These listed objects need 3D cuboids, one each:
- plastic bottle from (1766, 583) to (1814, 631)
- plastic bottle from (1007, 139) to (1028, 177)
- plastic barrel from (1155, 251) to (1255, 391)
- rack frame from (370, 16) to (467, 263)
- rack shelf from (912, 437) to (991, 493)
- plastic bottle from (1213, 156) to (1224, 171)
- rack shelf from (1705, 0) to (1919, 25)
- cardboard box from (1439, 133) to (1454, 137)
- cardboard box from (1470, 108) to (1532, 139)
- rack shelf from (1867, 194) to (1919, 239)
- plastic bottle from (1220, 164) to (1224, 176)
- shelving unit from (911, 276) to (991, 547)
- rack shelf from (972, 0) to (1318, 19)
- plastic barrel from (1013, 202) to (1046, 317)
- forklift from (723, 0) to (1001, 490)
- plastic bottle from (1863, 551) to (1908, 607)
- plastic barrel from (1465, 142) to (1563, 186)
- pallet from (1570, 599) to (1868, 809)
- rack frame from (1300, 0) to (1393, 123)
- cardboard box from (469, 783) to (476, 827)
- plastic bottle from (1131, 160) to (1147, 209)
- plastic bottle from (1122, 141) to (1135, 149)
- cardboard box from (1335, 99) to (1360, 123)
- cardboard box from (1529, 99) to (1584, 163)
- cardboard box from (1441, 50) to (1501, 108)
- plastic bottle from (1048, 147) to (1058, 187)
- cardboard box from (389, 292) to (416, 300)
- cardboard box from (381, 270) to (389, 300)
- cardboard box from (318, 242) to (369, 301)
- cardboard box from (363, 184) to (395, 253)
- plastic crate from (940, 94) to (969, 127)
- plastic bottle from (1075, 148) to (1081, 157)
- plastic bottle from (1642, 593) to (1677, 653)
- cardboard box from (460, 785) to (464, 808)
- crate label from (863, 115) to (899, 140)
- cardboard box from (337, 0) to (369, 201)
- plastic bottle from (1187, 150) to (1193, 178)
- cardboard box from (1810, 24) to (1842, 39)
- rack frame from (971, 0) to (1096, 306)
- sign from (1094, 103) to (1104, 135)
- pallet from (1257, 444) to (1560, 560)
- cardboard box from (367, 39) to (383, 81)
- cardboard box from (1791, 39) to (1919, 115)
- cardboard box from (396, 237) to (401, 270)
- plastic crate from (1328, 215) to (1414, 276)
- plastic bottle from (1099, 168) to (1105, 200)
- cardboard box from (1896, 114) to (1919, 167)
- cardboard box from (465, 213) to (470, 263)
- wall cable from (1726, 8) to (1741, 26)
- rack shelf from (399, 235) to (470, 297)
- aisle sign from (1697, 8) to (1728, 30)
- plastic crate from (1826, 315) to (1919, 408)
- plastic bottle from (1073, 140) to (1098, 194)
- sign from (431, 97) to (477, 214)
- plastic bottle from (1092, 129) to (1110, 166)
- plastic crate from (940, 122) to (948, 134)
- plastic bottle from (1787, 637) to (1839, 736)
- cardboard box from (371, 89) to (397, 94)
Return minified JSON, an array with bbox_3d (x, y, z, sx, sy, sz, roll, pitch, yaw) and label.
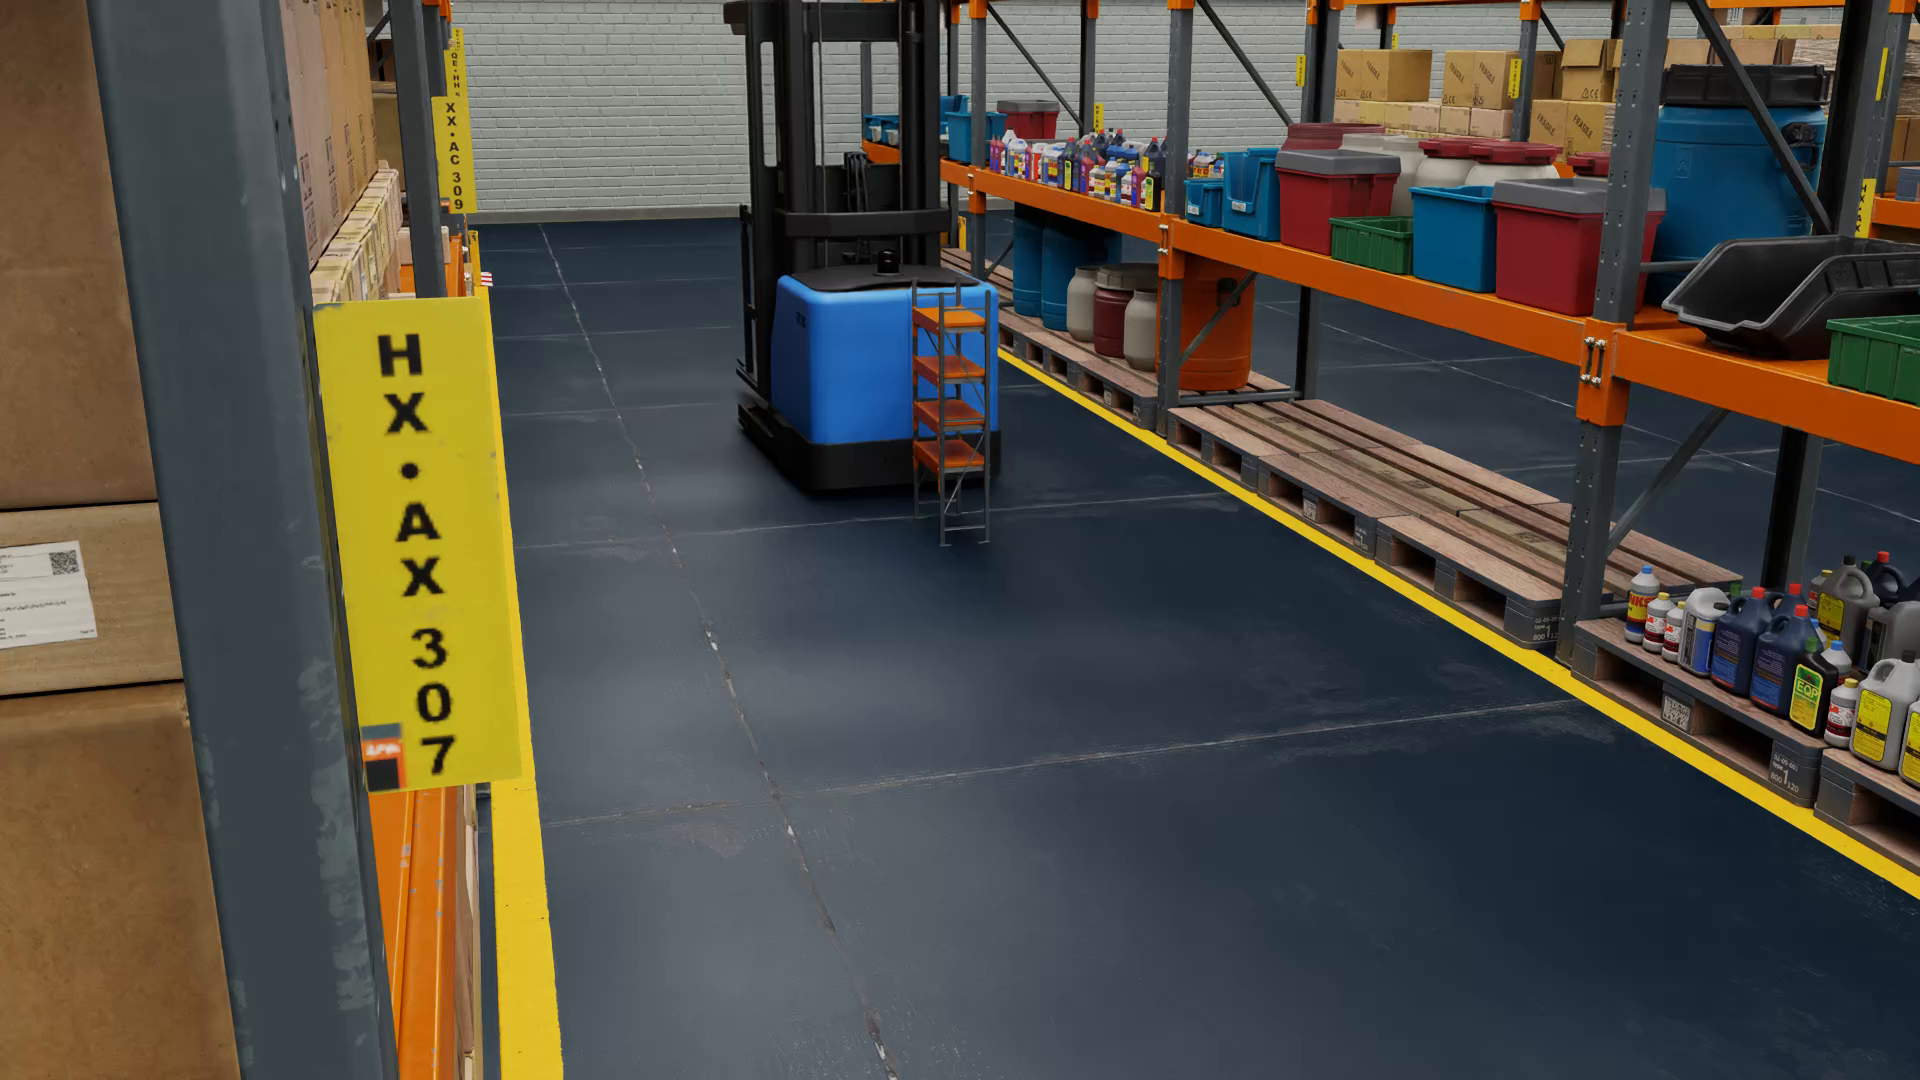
[{"bbox_3d":[2.746,0.309,5.550,0.144,0.351,0.185,-5,17,-15],"label":"plastic bottle"},{"bbox_3d":[0.447,-2.888,12.568,0.152,0.276,0.135,-5,17,-15],"label":"plastic bottle"},{"bbox_3d":[1.534,-1.396,10.428,0.600,0.830,0.708,-5,17,-15],"label":"plastic barrel"},{"bbox_3d":[-4.178,-2.816,12.113,1.000,3.000,0.127,-5,17,-15],"label":"rack frame"},{"bbox_3d":[-0.045,-0.366,8.008,0.258,0.148,0.480,-5,17,-15],"label":"rack shelf"},{"bbox_3d":[1.686,-2.341,10.756,0.097,0.271,0.097,0,17,0],"label":"plastic bottle"},{"bbox_3d":[9.595,-5.608,17.443,1.077,0.370,4.000,-5,17,-15],"label":"rack shelf"},{"bbox_3d":[4.737,-3.750,15.658,0.380,0.149,0.250,-4,17,-14],"label":"cardboard box"},{"bbox_3d":[4.975,-3.770,15.033,0.500,0.250,0.500,-5,17,-16],"label":"cardboard box"},{"bbox_3d":[6.997,-1.594,9.295,1.077,0.370,4.000,-5,17,-15],"label":"rack shelf"},{"bbox_3d":[1.750,-2.314,10.657,0.152,0.276,0.135,-5,17,-15],"label":"plastic bottle"},{"bbox_3d":[-0.045,-0.620,7.932,0.258,1.200,0.503,-5,17,-15],"label":"shelving unit"},{"bbox_3d":[1.136,-3.745,11.243,1.077,0.370,4.000,-5,17,-15],"label":"rack shelf"},{"bbox_3d":[0.719,-2.251,13.149,0.600,0.901,0.708,-5,17,-15],"label":"plastic barrel"},{"bbox_3d":[-0.721,-2.045,9.666,1.130,2.935,3.031,-5,18,-17],"label":"forklift"},{"bbox_3d":[3.239,0.220,5.847,0.144,0.351,0.185,-5,17,-17],"label":"plastic bottle"},{"bbox_3d":[2.531,-1.544,7.641,0.433,0.535,0.433,0,17,0],"label":"plastic barrel"},{"bbox_3d":[2.929,0.531,5.818,1.003,0.211,1.213,-5,17,-15],"label":"pallet"},{"bbox_3d":[4.249,-4.705,18.400,1.000,3.000,0.127,-5,17,-15],"label":"rack frame"},{"bbox_3d":[-1.642,0.624,4.712,0.500,0.250,0.500,-5,17,-15],"label":"cardboard box"},{"bbox_3d":[1.100,-2.186,10.219,0.061,0.283,0.133,-5,17,-15],"label":"plastic bottle"},{"bbox_3d":[1.244,-2.823,12.352,0.152,0.276,0.135,-5,17,-15],"label":"plastic bottle"},{"bbox_3d":[4.270,-4.478,17.389,0.500,0.250,0.500,-5,17,-16],"label":"cardboard box"},{"bbox_3d":[5.234,-3.499,14.213,0.500,0.500,0.500,-5,17,-15],"label":"cardboard box"},{"bbox_3d":[4.831,-4.273,15.403,0.500,0.500,0.500,-5,17,-15],"label":"cardboard box"},{"bbox_3d":[0.671,-2.632,11.725,0.097,0.271,0.097,0,17,0],"label":"plastic bottle"},{"bbox_3d":[-2.026,-0.744,5.652,0.380,0.149,0.250,-5,17,-15],"label":"cardboard box"},{"bbox_3d":[-1.851,-0.529,4.325,0.700,0.500,0.500,-5,17,-17],"label":"cardboard box"},{"bbox_3d":[-1.202,-0.406,2.789,0.380,0.149,0.250,-5,17,-15],"label":"cardboard box"},{"bbox_3d":[-1.558,-0.763,3.976,0.380,0.149,0.250,-5,17,-17],"label":"cardboard box"},{"bbox_3d":[-0.242,-4.281,16.824,0.616,0.435,0.499,-5,17,-15],"label":"plastic crate"},{"bbox_3d":[0.821,-2.531,11.368,0.061,0.283,0.133,-5,17,-15],"label":"plastic bottle"},{"bbox_3d":[2.479,0.287,5.883,0.097,0.201,0.097,0,17,0],"label":"plastic bottle"},{"bbox_3d":[-1.515,0.404,4.140,0.500,0.500,0.500,-5,17,-15],"label":"cardboard box"},{"bbox_3d":[-0.762,-4.167,16.798,0.416,0.233,0.303,-5,17,-15],"label":"crate label"},{"bbox_3d":[-1.711,-1.010,3.673,0.700,0.500,0.500,-5,17,-15],"label":"cardboard box"},{"bbox_3d":[1.554,-2.538,11.409,0.097,0.271,0.097,0,17,0],"label":"plastic bottle"},{"bbox_3d":[9.324,-5.167,17.512,0.500,0.500,0.500,-5,18,-17],"label":"cardboard box"},{"bbox_3d":[0.586,-3.207,13.413,1.000,3.000,0.127,-5,17,-15],"label":"rack frame"},{"bbox_3d":[1.115,-3.382,13.516,0.100,0.325,0.005,-5,17,-15],"label":"sign"},{"bbox_3d":[2.193,-0.211,8.286,1.003,0.211,1.213,-5,17,-15],"label":"pallet"},{"bbox_3d":[-4.566,-3.462,12.352,0.500,0.500,0.500,-5,17,-15],"label":"cardboard box"},{"bbox_3d":[6.262,-3.224,11.552,0.797,0.503,0.637,-4,17,-13],"label":"cardboard box"},{"bbox_3d":[-2.674,-1.241,7.306,0.380,0.149,0.250,-3,17,-11],"label":"cardboard box"},{"bbox_3d":[2.035,-1.352,7.606,0.450,0.188,0.662,-5,17,-15],"label":"plastic crate"},{"bbox_3d":[0.953,-2.315,10.790,0.097,0.201,0.097,0,17,0],"label":"plastic bottle"},{"bbox_3d":[6.576,-2.696,11.538,0.500,0.500,0.500,-4,17,-14],"label":"cardboard box"},{"bbox_3d":[-4.891,-2.805,15.657,0.500,0.500,0.500,-5,17,-15],"label":"cardboard box"},{"bbox_3d":[12.205,-7.548,26.044,0.585,1.953,0.123,-5,17,-15],"label":"wall cable"},{"bbox_3d":[-2.529,-0.812,6.691,1.077,0.370,4.000,-5,17,-15],"label":"rack shelf"},{"bbox_3d":[8.737,-6.310,19.227,0.394,0.787,0.004,-5,17,-15],"label":"aisle sign"},{"bbox_3d":[2.886,-0.494,4.753,0.450,0.188,0.662,-5,17,-15],"label":"plastic crate"},{"bbox_3d":[0.846,-2.518,11.207,0.144,0.351,0.185,-5,17,-15],"label":"plastic bottle"},{"bbox_3d":[-1.446,-1.100,4.758,0.100,0.325,0.005,-5,17,-15],"label":"sign"},{"bbox_3d":[1.065,-2.892,12.452,0.144,0.351,0.185,-5,17,-15],"label":"plastic bottle"},{"bbox_3d":[-0.318,-3.720,15.309,0.416,0.233,0.300,-5,17,-15],"label":"plastic crate"},{"bbox_3d":[2.665,0.454,5.184,0.061,0.283,0.133,-4,17,-13],"label":"plastic bottle"},{"bbox_3d":[-3.428,-2.392,9.797,0.700,0.500,0.500,-1,17,-5],"label":"cardboard box"}]
